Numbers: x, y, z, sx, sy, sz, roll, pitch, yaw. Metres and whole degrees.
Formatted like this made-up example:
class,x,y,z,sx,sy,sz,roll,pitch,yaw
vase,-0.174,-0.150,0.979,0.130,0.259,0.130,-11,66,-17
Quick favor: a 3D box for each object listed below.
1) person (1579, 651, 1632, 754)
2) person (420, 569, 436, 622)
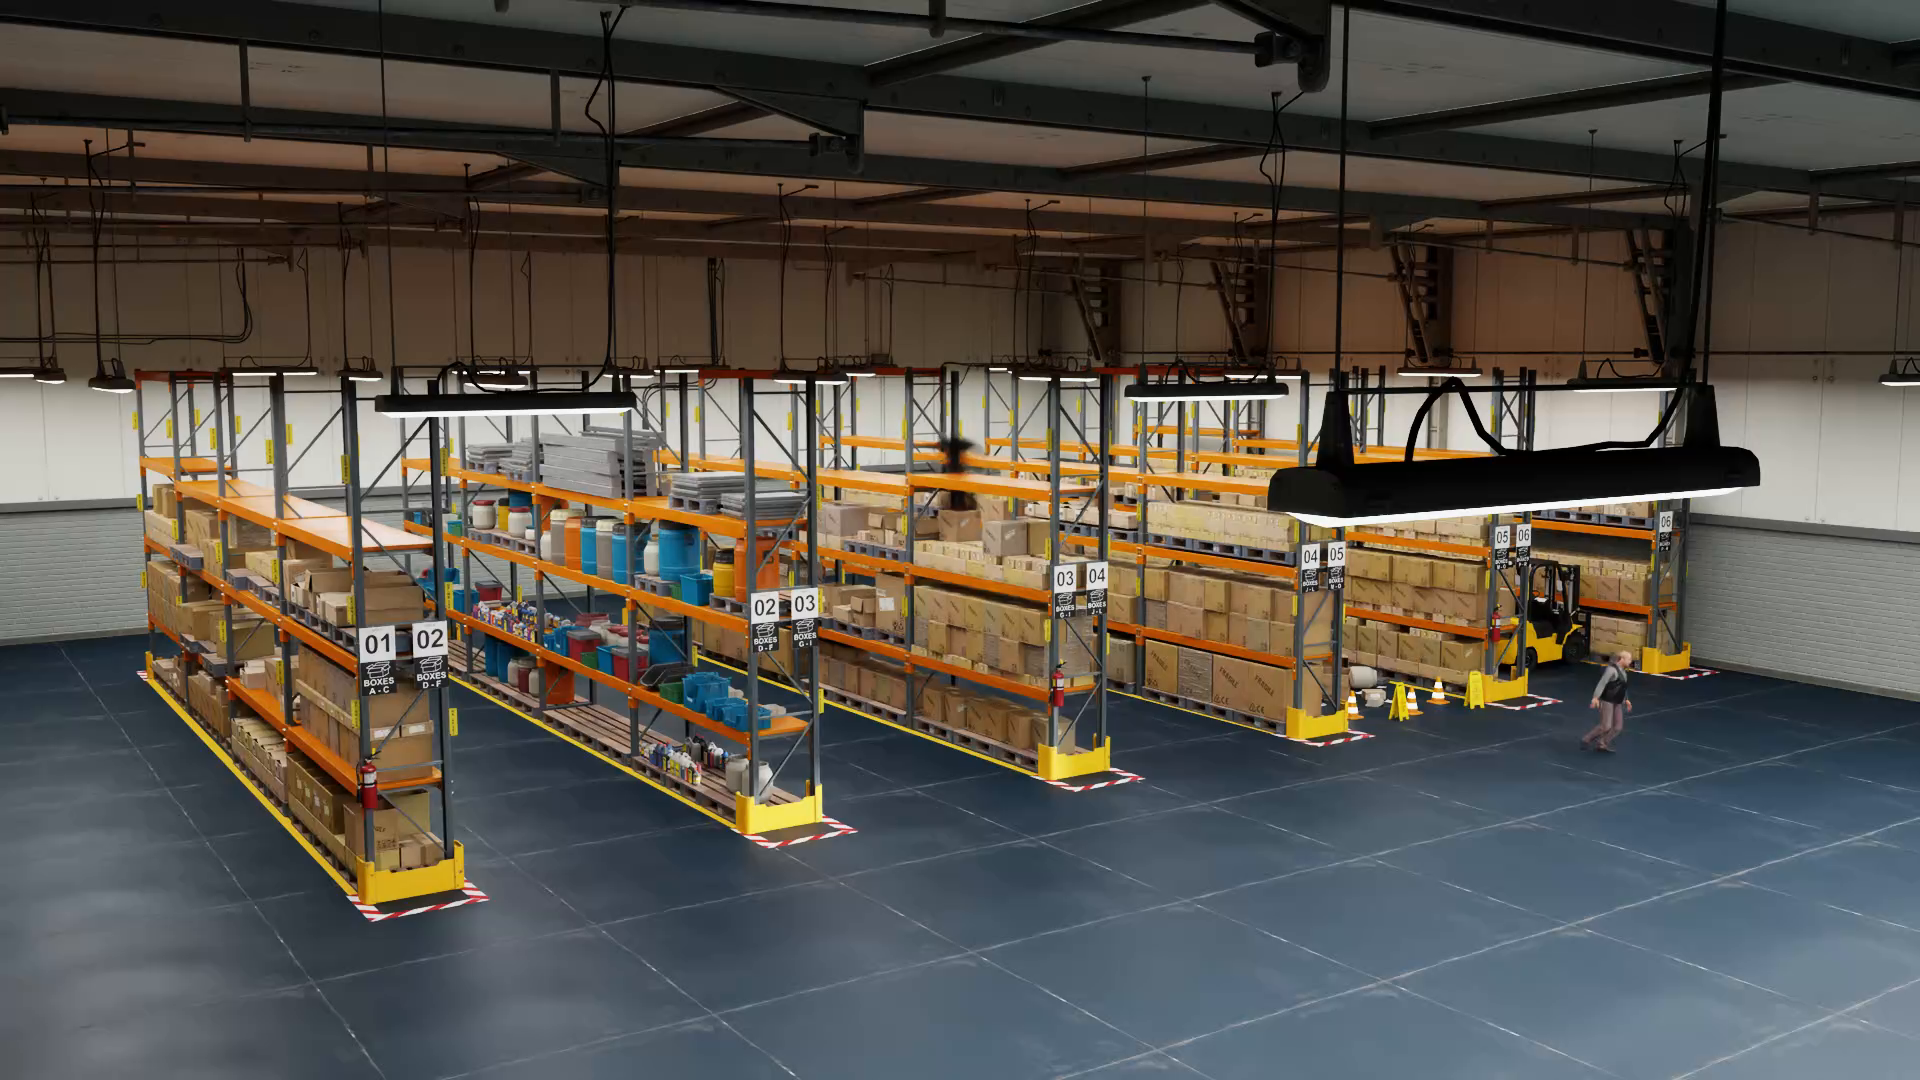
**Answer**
class,x,y,z,sx,sy,sz,roll,pitch,yaw
person,10.190,2.552,26.216,0.803,1.642,0.625,-6,9,-44
person,-12.074,1.348,37.301,1.016,1.699,0.711,-2,7,-20
